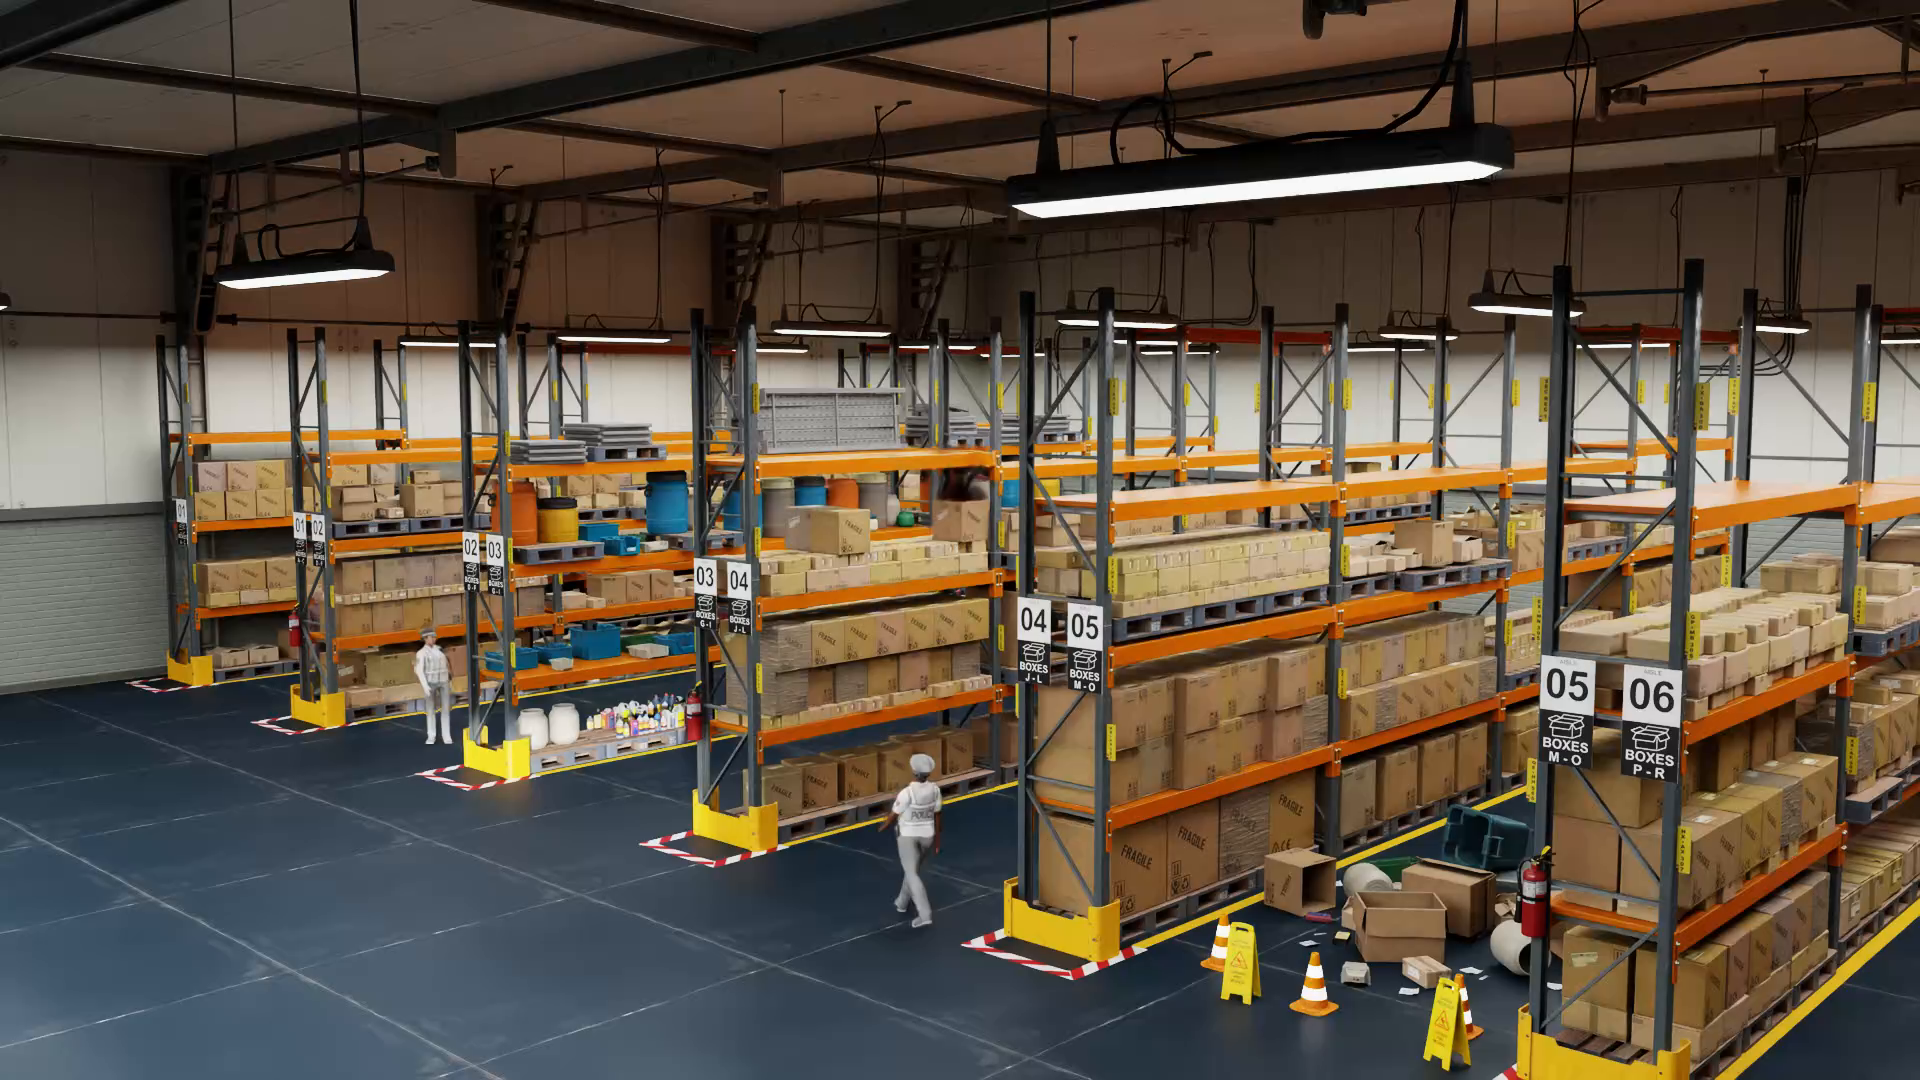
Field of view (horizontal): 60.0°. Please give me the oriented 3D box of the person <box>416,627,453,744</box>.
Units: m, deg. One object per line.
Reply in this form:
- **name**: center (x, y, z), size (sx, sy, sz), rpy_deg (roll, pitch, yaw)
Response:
- **person**: center (-7.532, 2.106, 23.892), size (0.543, 1.714, 0.553), rpy_deg (-3, 6, -28)

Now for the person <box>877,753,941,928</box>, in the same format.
- **person**: center (-0.427, 2.846, 15.960), size (0.506, 1.634, 1.015), rpy_deg (-3, 6, -31)

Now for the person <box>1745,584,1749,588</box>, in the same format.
- **person**: center (13.440, 1.612, 28.745), size (0.647, 1.797, 0.519), rpy_deg (3, 6, 30)

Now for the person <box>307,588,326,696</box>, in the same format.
- **person**: center (-10.552, 1.712, 27.631), size (0.669, 1.827, 0.594), rpy_deg (-2, 6, -25)
